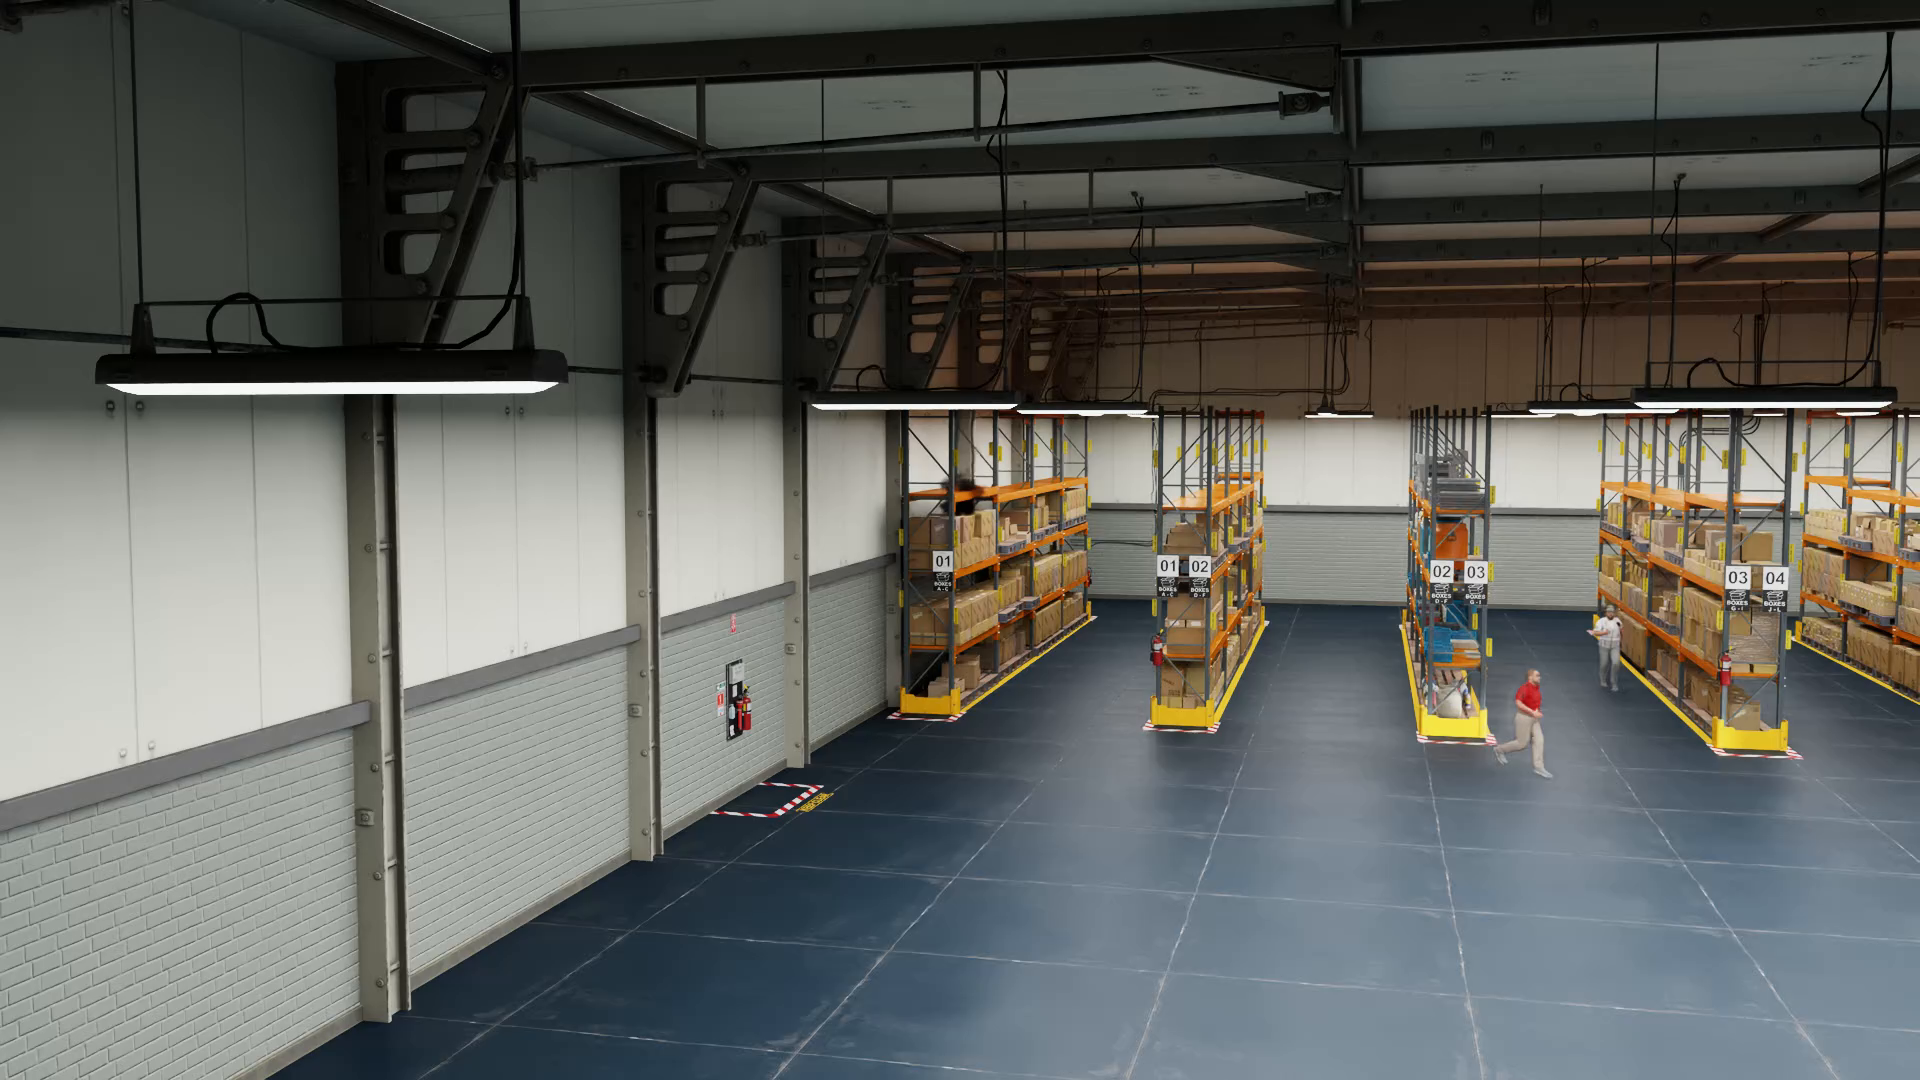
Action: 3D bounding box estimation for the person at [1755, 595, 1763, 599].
[{"bbox_3d":[21.080,1.716,44.281,0.822,1.682,0.766,-1,4,-16],"label":"person"}]

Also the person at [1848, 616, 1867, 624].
[{"bbox_3d":[23.570,1.791,43.656,0.697,1.695,0.690,-2,5,-29],"label":"person"}]

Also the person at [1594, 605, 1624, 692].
[{"bbox_3d":[13.829,2.294,35.415,0.642,1.840,0.762,1,4,11],"label":"person"}]

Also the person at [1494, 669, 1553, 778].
[{"bbox_3d":[9.173,2.942,26.973,0.980,1.726,0.686,4,5,41],"label":"person"}]
